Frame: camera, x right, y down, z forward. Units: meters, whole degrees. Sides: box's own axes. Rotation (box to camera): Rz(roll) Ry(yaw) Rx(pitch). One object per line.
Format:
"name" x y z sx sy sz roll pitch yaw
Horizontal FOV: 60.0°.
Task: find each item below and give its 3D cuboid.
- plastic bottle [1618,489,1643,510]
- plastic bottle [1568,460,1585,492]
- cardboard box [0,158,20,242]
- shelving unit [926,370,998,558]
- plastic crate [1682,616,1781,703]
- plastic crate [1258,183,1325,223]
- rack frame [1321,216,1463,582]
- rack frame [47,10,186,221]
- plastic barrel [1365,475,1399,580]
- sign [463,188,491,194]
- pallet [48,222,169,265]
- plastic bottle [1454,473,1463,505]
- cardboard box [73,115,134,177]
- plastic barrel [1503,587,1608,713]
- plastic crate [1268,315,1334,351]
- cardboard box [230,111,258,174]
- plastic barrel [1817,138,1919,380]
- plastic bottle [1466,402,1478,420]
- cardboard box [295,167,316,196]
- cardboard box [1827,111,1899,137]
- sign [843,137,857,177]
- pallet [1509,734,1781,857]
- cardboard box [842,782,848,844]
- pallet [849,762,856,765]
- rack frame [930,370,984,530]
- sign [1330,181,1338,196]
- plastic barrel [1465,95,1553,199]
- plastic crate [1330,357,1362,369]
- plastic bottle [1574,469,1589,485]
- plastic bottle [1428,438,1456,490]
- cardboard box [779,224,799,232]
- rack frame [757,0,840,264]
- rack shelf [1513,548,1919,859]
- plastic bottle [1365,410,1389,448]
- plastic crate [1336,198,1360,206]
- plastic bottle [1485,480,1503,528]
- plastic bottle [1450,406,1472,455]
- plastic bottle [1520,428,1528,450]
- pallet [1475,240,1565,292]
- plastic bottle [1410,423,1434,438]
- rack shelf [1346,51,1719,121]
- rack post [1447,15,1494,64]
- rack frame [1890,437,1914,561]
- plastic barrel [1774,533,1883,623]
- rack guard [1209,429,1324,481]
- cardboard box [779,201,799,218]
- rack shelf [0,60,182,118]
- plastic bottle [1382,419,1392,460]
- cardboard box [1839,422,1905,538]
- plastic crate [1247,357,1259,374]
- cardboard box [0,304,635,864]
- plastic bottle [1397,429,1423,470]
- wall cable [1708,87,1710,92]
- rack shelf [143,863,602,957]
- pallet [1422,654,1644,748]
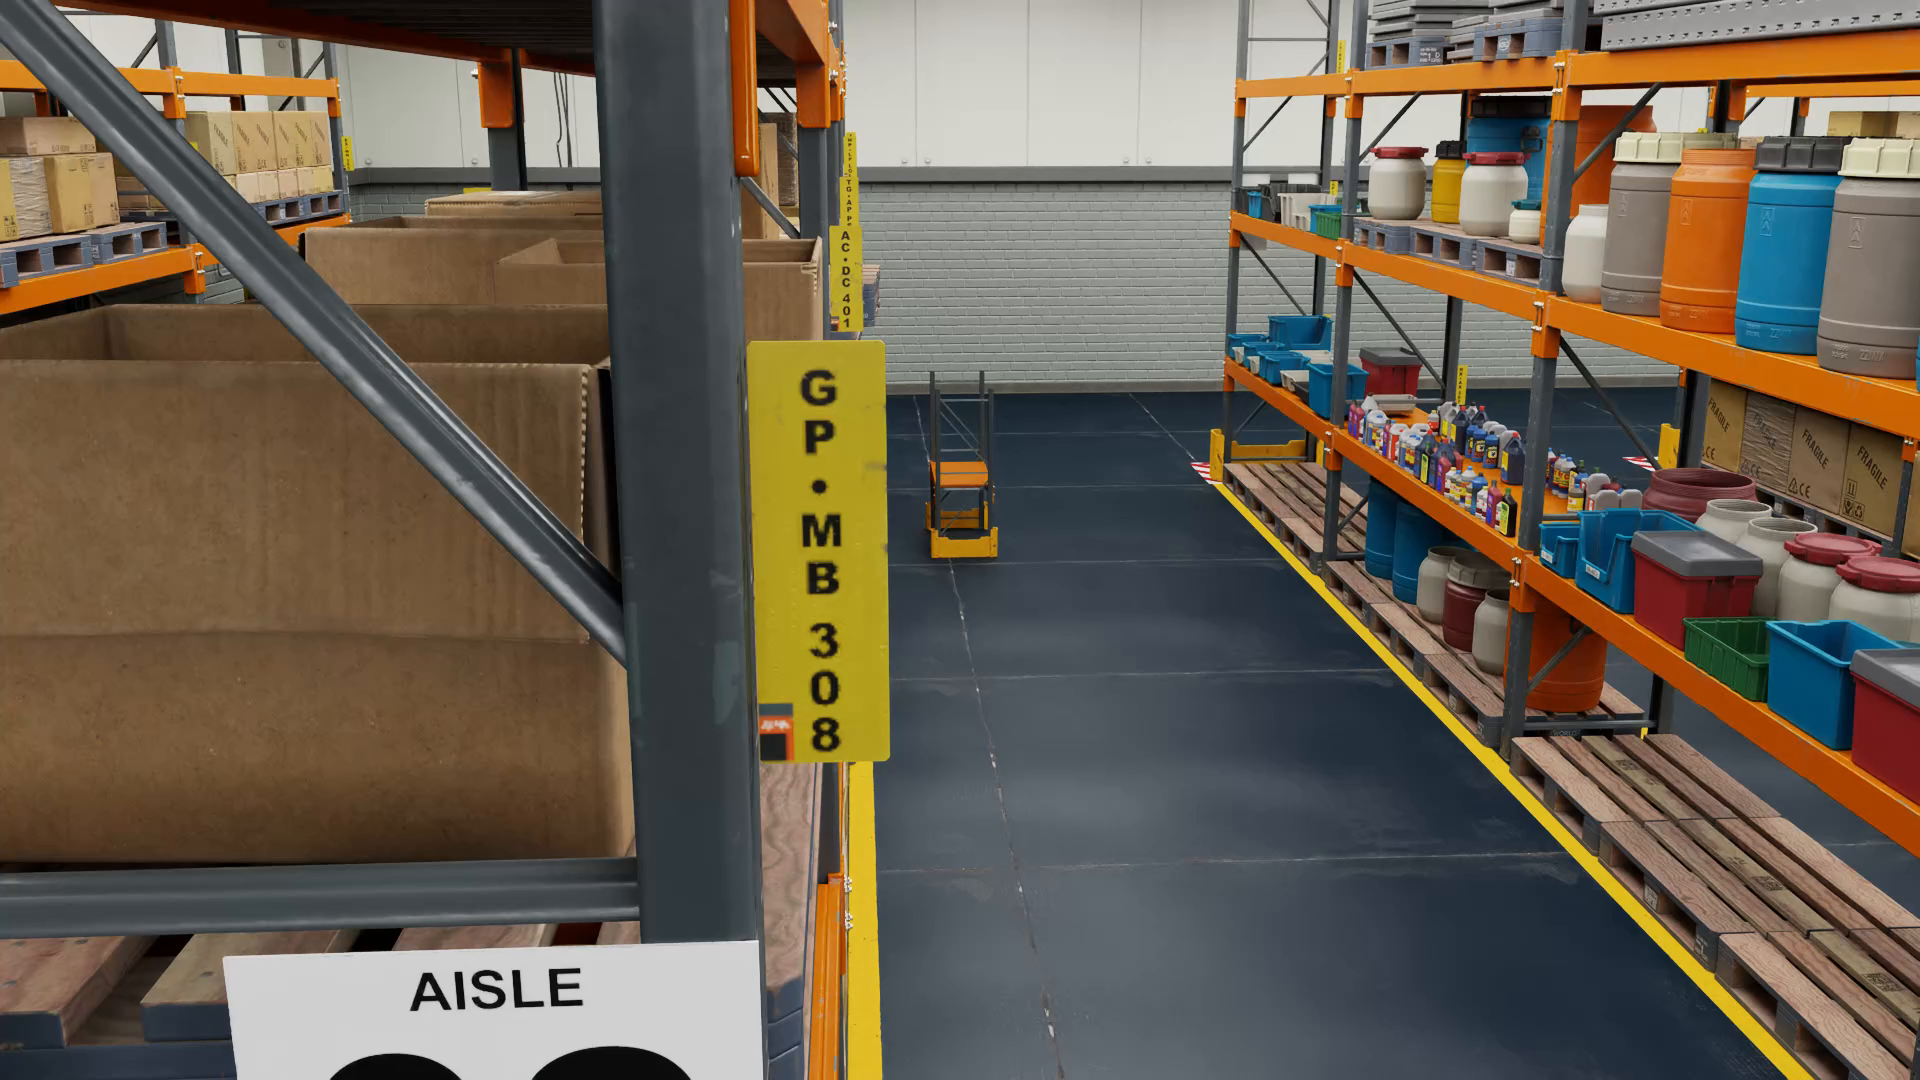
"plastic bottle" 4.086 -0.183 10.190 0.152 0.276 0.135 -1 14 -3
"plastic bottle" 4.080 -0.393 10.991 0.061 0.283 0.133 -1 14 -3
"cardboard box" -6.292 -2.080 10.211 0.700 0.500 0.500 0 14 -1
"shelving unit" 0.005 -0.707 14.989 0.587 1.500 1.083 -1 14 -3
"plastic crate" 3.648 0.538 7.563 0.450 0.188 0.662 -1 14 -3
"plastic crate" 3.115 -3.158 15.610 0.504 0.338 0.767 -1 14 -3
"rack frame" 3.542 -1.125 13.603 1.000 3.000 0.127 -1 14 -3
"rack frame" -6.346 -3.877 12.261 1.000 3.000 0.127 -1 14 -3
"plastic barrel" 3.559 -0.177 13.285 0.600 0.901 0.708 -1 14 -3
"sign" -1.447 -0.905 5.057 0.100 0.325 0.005 -1 14 -3
"pallet" -6.240 -2.105 11.775 0.805 0.209 1.217 -1 15 -6
"plastic bottle" 3.306 -0.335 10.933 0.097 0.201 0.097 0 14 0
"cardboard box" -6.622 -3.137 13.156 0.500 0.500 0.500 -1 14 -4
"plastic barrel" 3.743 0.596 10.426 0.600 0.830 0.708 -1 14 -3
"plastic crate" 3.501 -2.086 17.145 0.616 0.435 0.499 -1 14 -3
"cardboard box" -6.148 -3.276 13.697 0.500 0.500 0.500 -1 14 -5
"plastic barrel" 3.749 -1.117 6.545 0.600 0.901 0.600 0 14 0
"plastic bottle" 3.926 -0.878 12.740 0.144 0.351 0.185 -1 14 -3
"cardboard box" -6.250 -3.291 15.260 0.500 0.250 0.500 -1 14 -6
"cardboard box" 8.353 -3.810 15.269 0.500 0.250 0.500 -1 14 -5
"sign" -0.848 -2.953 12.859 0.100 0.325 0.005 -1 14 -3
"pallet" 3.799 1.413 9.333 1.003 0.211 1.213 -1 14 -3
"cardboard box" -0.780 1.308 7.697 0.500 0.311 0.500 0 14 -2
"pallet" -1.163 1.110 10.514 1.003 0.211 1.213 -1 14 -3
"rack frame" -0.026 -0.832 15.472 0.500 1.500 0.032 -1 14 -3
"sign" 3.842 -3.534 17.157 0.100 0.325 0.005 -1 14 -3
"plastic barrel" 3.801 -2.602 11.474 0.600 0.901 0.708 -1 14 -3
"plastic crate" 3.631 -1.479 15.097 0.437 0.282 0.530 -1 14 -3
"plastic bottle" 4.016 -0.324 10.747 0.097 0.271 0.097 0 14 0
"plastic bottle" 3.300 -0.525 11.369 0.144 0.351 0.185 -1 14 -3
"cardboard box" -1.019 -1.396 8.095 0.500 0.250 0.500 0 14 -2
"rack frame" -1.154 -2.960 8.695 1.000 3.000 0.127 -1 14 -3
"rack shelf" 3.914 0.716 7.893 1.077 0.370 4.000 -1 14 -3
"plastic bottle" 3.213 -0.853 12.794 0.152 0.276 0.135 -1 14 -3
"plastic crate" 3.640 -3.229 16.186 0.450 0.188 0.336 -1 14 -3
"plastic bottle" 3.325 -0.225 10.339 0.061 0.283 0.133 -1 14 -3
"plastic bottle" 3.793 -0.829 12.553 0.144 0.351 0.185 -1 14 -3
"plastic bottle" 3.994 -0.604 11.675 0.144 0.351 0.185 -1 14 -3
"pallet" 3.840 -1.683 10.131 1.003 0.211 1.213 -1 14 -3
"plastic bottle" 3.400 -0.716 12.262 0.152 0.276 0.135 -1 14 -3
"rack shelf" 3.666 -2.991 11.062 1.077 0.370 4.000 -1 14 -3
"rack post" 3.795 -3.287 10.969 0.937 0.300 0.954 1 14 3
"rack frame" 8.486 -1.202 13.900 1.000 3.000 0.127 -1 14 -3
"plastic barrel" 4.125 0.267 7.918 0.433 0.535 0.433 0 14 0
"rack guard" 3.280 -0.915 17.803 1.175 0.500 0.348 -1 14 -3
"cardboard box" -1.215 -1.664 9.476 0.910 0.500 0.500 -1 14 -3
"rack shelf" -6.222 -2.838 10.467 1.077 0.370 4.000 -1 14 -3
"plastic bottle" 3.194 -0.750 12.379 0.061 0.283 0.133 -1 14 -3
"cardboard box" 8.525 -0.541 14.755 0.875 0.875 0.875 -1 14 -3
"plastic crate" 2.960 -1.705 16.265 0.250 0.136 0.298 -1 14 -3
"cardboard box" -0.690 0.018 1.809 0.797 0.503 0.637 0 14 0
"plastic bottle" 3.262 -0.656 12.029 0.152 0.276 0.135 -1 14 -3
"wall cable" 11.327 -8.119 22.290 2.277 5.999 0.120 -1 14 -3
"rack shelf" -0.782 0.333 3.359 1.077 0.370 4.000 -1 14 -3
"pallet" 3.699 1.025 10.843 1.003 0.211 1.213 -1 14 -3
